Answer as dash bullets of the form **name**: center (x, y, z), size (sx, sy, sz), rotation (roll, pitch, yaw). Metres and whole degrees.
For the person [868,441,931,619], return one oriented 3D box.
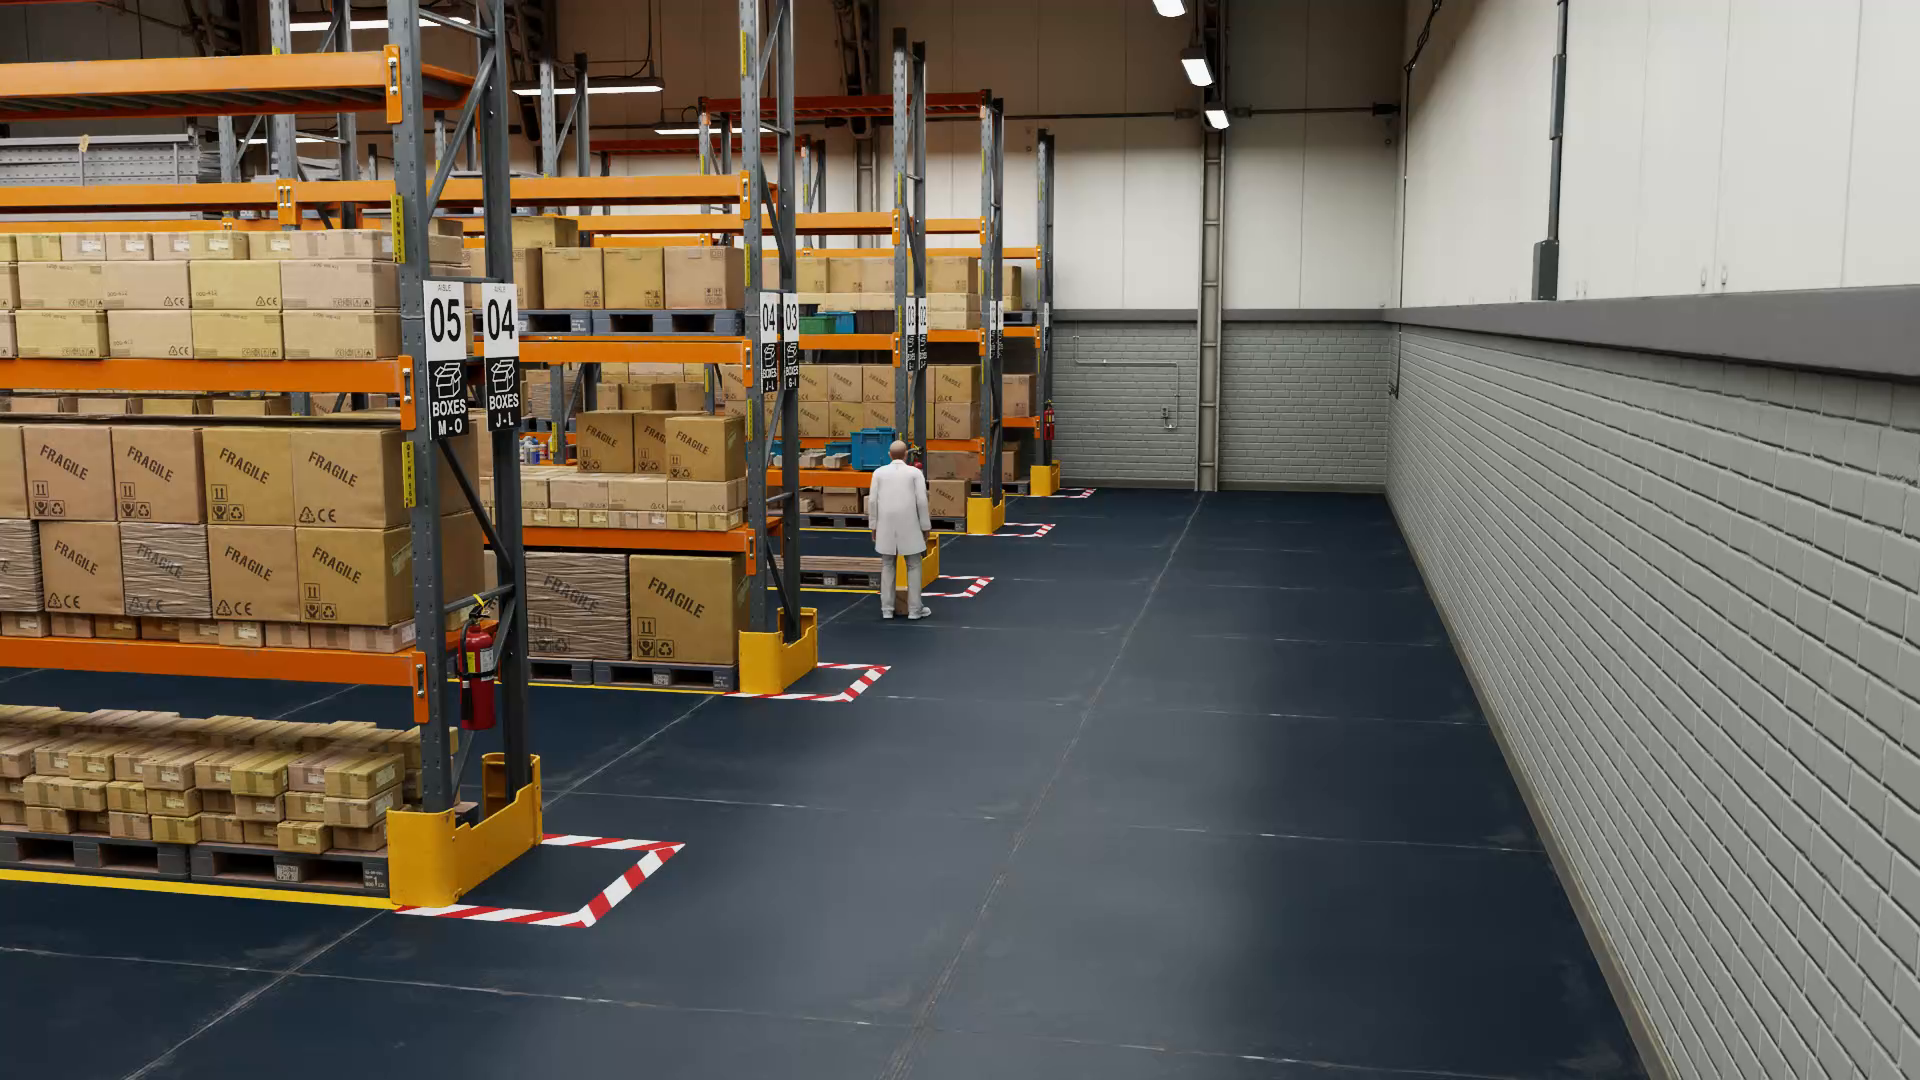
- **person**: center (-0.599, -0.104, 16.624), size (0.640, 1.773, 0.426), rotation (2, 8, 11)
